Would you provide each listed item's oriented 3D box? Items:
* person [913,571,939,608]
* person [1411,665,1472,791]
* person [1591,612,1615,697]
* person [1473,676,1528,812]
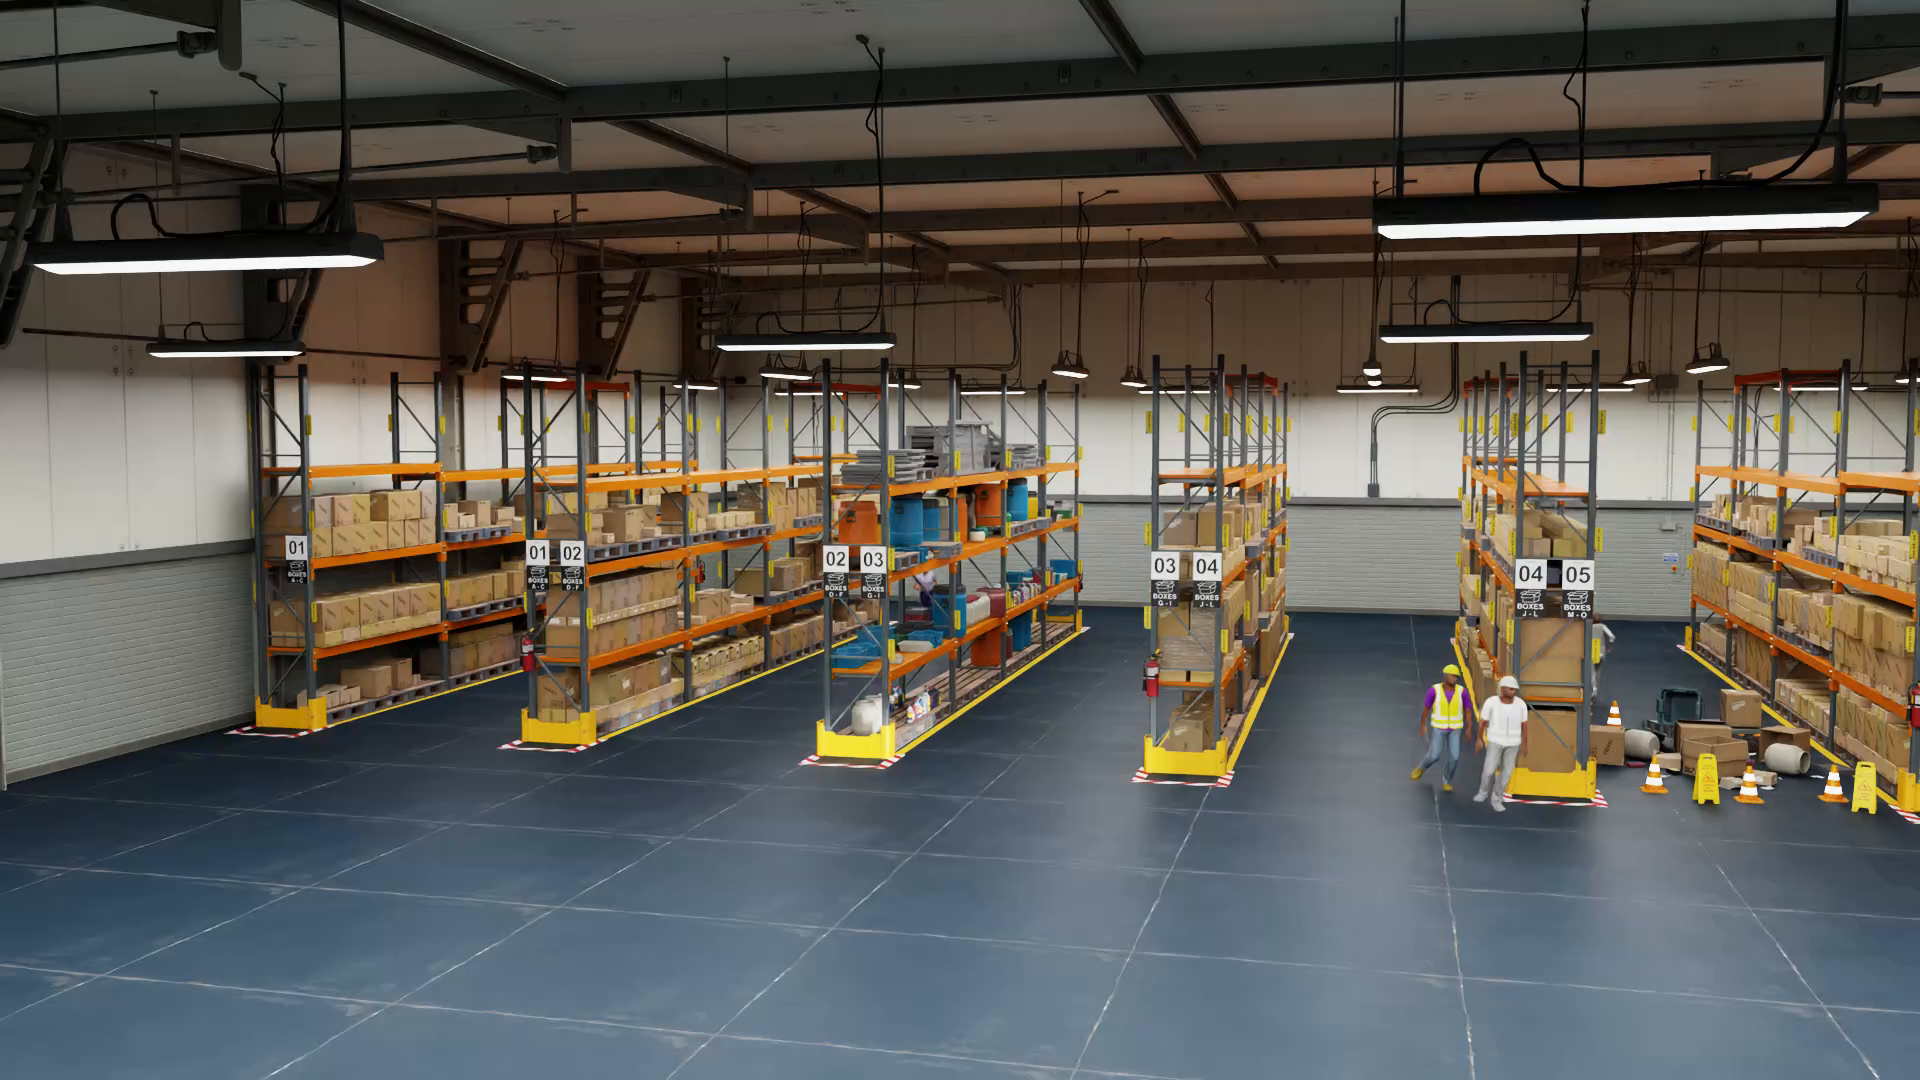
[{"bbox_3d":[-0.832,1.390,40.881,0.643,1.623,0.839,0,4,-5],"label":"person"},{"bbox_3d":[6.587,2.551,22.732,0.733,1.713,0.591,0,4,3],"label":"person"},{"bbox_3d":[11.592,2.114,30.271,0.568,1.612,0.891,1,4,11],"label":"person"},{"bbox_3d":[7.023,2.639,21.604,0.664,1.783,0.472,0,4,0],"label":"person"}]
